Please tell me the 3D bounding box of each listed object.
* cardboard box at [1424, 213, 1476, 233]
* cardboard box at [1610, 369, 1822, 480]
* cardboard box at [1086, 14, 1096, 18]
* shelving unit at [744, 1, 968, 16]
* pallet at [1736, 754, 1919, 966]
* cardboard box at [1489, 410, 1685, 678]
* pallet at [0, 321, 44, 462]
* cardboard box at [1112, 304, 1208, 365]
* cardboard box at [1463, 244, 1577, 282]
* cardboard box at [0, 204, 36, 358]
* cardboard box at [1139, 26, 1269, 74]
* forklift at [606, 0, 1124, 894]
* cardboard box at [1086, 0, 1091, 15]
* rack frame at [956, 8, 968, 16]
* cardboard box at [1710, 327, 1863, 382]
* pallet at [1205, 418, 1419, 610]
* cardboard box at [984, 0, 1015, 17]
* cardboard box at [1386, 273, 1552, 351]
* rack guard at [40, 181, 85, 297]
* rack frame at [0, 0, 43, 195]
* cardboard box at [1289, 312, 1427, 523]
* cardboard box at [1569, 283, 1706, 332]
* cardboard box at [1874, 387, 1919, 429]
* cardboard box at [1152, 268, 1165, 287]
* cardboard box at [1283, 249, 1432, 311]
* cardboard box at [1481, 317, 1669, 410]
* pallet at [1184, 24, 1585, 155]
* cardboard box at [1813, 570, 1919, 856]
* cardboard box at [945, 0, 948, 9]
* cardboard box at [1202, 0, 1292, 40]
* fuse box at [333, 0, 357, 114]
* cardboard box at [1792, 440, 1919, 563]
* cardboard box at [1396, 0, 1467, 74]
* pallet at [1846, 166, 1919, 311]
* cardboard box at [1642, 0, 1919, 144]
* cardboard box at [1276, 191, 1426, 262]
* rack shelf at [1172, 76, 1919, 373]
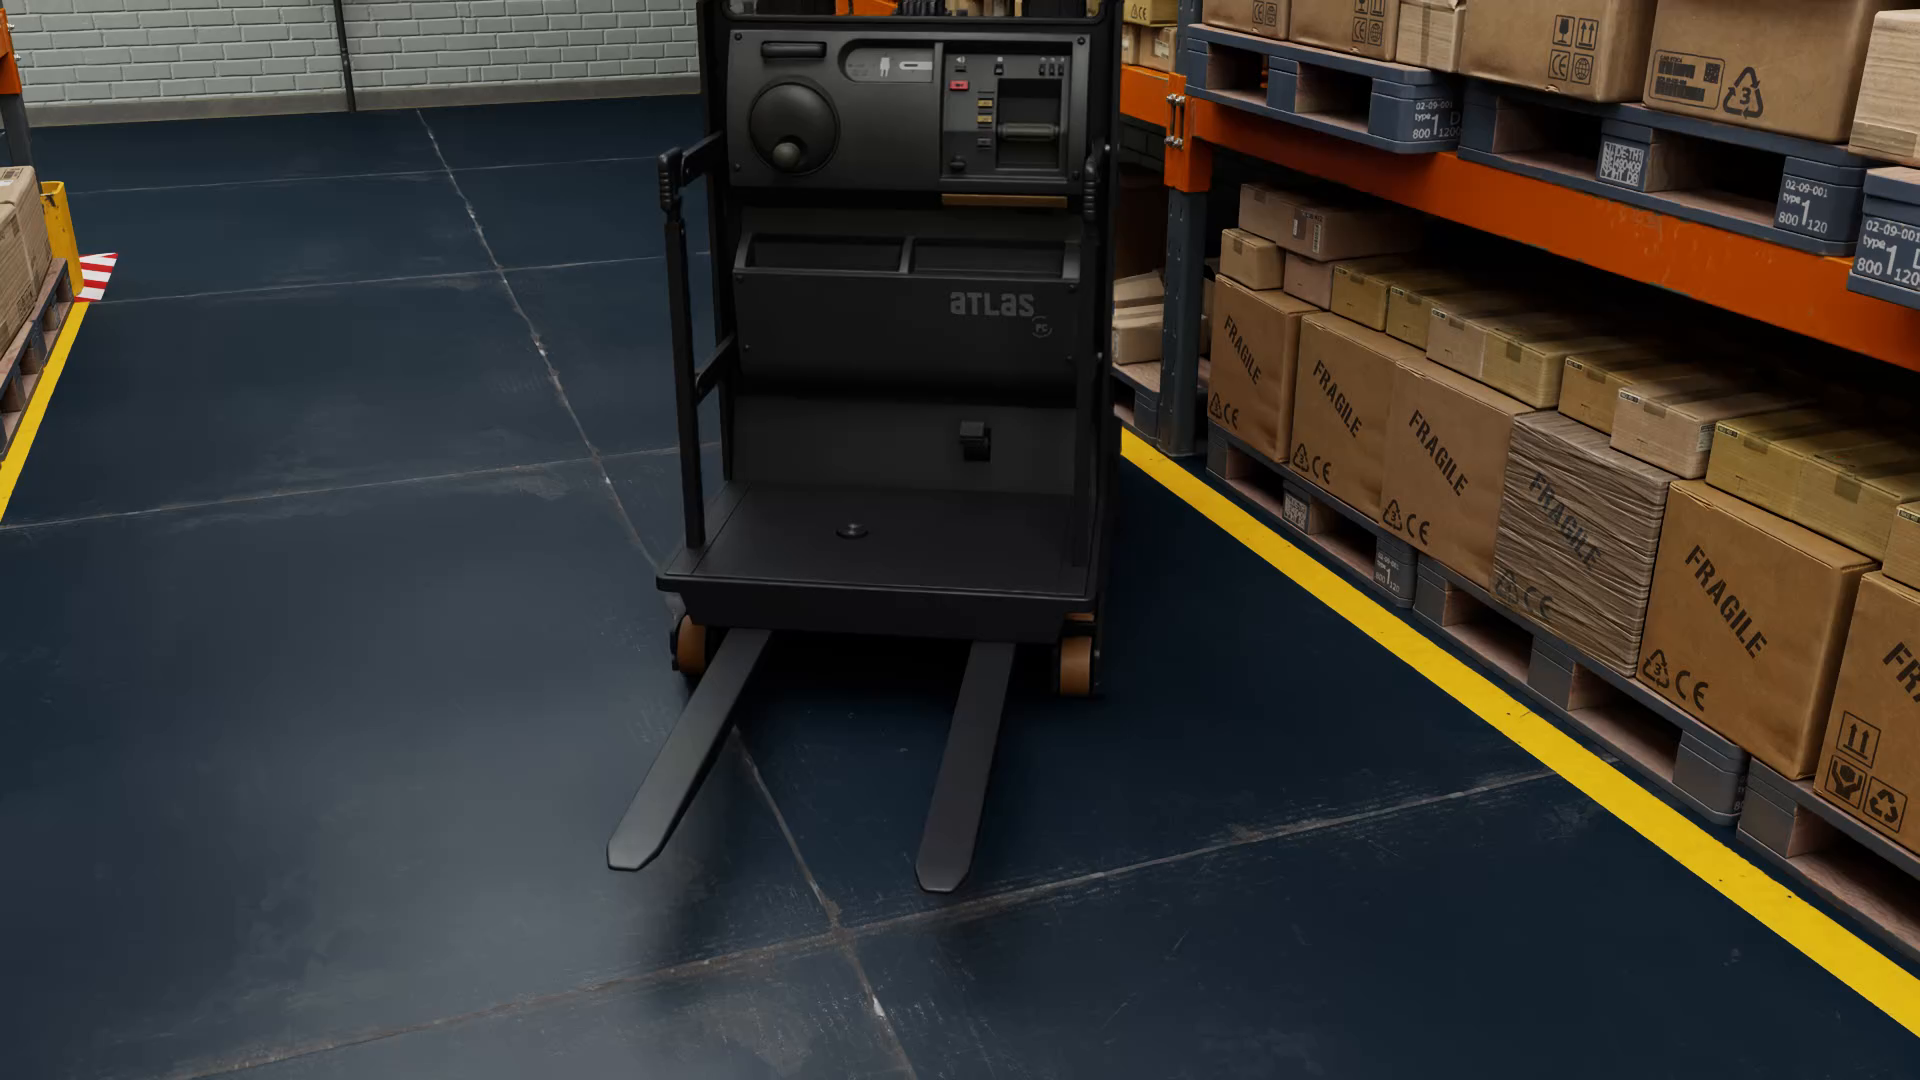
[{"bbox_3d":[1.600,-1.002,5.609,0.380,0.149,0.250,-9,25,-21],"label":"cardboard box"},{"bbox_3d":[1.759,-0.274,3.879,0.380,0.149,0.250,-10,25,-22],"label":"cardboard box"},{"bbox_3d":[0.624,-1.904,6.229,0.380,0.149,0.250,-8,24,-18],"label":"cardboard box"},{"bbox_3d":[-0.376,-1.197,6.158,0.431,1.500,0.755,-20,30,-39],"label":"shelving unit"},{"bbox_3d":[2.384,0.706,3.304,1.003,0.211,1.213,-8,24,-19],"label":"pallet"},{"bbox_3d":[1.707,-0.028,4.131,0.500,0.500,0.500,-9,25,-21],"label":"cardboard box"},{"bbox_3d":[-4.073,-0.520,6.211,1.003,0.211,1.213,-8,24,-19],"label":"pallet"},{"bbox_3d":[0.728,-0.798,6.411,0.380,0.149,0.250,-9,25,-21],"label":"cardboard box"},{"bbox_3d":[1.791,-0.820,5.177,0.380,0.149,0.250,-8,24,-18],"label":"cardboard box"},{"bbox_3d":[-4.198,-0.982,6.477,0.875,0.438,0.875,-8,24,-18],"label":"cardboard box"},{"bbox_3d":[0.851,-1.721,5.796,0.380,0.149,0.250,-8,24,-18],"label":"cardboard box"},{"bbox_3d":[-0.159,-1.086,4.052,1.130,2.935,3.031,3,23,6],"label":"forklift"},{"bbox_3d":[0.601,-2.156,6.312,0.500,0.250,0.500,-8,24,-19],"label":"cardboard box"},{"bbox_3d":[-0.126,-1.093,5.912,0.400,1.500,0.023,-20,30,-39],"label":"rack frame"},{"bbox_3d":[2.158,-0.442,4.279,0.380,0.149,0.250,-9,25,-21],"label":"cardboard box"},{"bbox_3d":[1.522,-0.181,5.407,1.003,0.211,1.213,-8,24,-19],"label":"pallet"},{"bbox_3d":[0.322,-2.285,7.132,0.380,0.149,0.250,-8,24,-19],"label":"cardboard box"},{"bbox_3d":[1.459,-0.650,4.773,0.380,0.149,0.250,-9,24,-20],"label":"cardboard box"},{"bbox_3d":[-4.864,-1.384,7.890,1.175,0.500,0.348,-8,24,-19],"label":"rack guard"},{"bbox_3d":[-4.856,-2.527,7.384,1.000,3.000,0.127,-8,24,-19],"label":"rack frame"},{"bbox_3d":[1.357,-0.399,5.012,0.500,0.500,0.500,-9,24,-20],"label":"cardboard box"},{"bbox_3d":[1.953,-0.624,4.710,0.380,0.149,0.250,-8,24,-18],"label":"cardboard box"},{"bbox_3d":[2.342,-0.255,3.835,0.380,0.149,0.250,-9,24,-20],"label":"cardboard box"},{"bbox_3d":[1.034,-1.066,7.047,0.380,0.149,0.250,-9,24,-20],"label":"cardboard box"},{"bbox_3d":[1.248,-0.840,5.223,0.380,0.149,0.250,-9,24,-20],"label":"cardboard box"},{"bbox_3d":[1.598,-0.464,4.331,0.380,0.149,0.250,-7,24,-17],"label":"cardboard box"},{"bbox_3d":[1.380,-1.362,4.867,1.003,0.211,1.213,-8,24,-19],"label":"pallet"},{"bbox_3d":[2.095,0.348,3.239,0.500,0.500,0.500,-9,24,-20],"label":"cardboard box"},{"bbox_3d":[0.055,-2.462,7.552,0.380,0.149,0.250,-9,24,-20],"label":"cardboard box"},{"bbox_3d":[1.161,-1.789,4.963,0.700,0.500,0.500,-8,24,-18],"label":"cardboard box"},{"bbox_3d":[-4.853,-4.214,13.045,0.539,1.711,0.414,-8,24,-19],"label":"fuse box"},{"bbox_3d":[1.973,-0.087,3.436,0.380,0.149,0.250,-8,24,-17],"label":"cardboard box"},{"bbox_3d":[1.332,-1.330,4.176,0.396,0.266,0.258,-7,24,-16],"label":"cardboard box"},{"bbox_3d":[2.308,-0.451,2.705,1.213,0.211,1.003,-8,24,-19],"label":"pallet"},{"bbox_3d":[1.863,-1.111,3.351,0.797,0.503,0.637,-9,24,-20],"label":"cardboard box"},{"bbox_3d":[1.214,-0.979,5.170,0.380,0.149,0.250,-10,25,-22],"label":"cardboard box"},{"bbox_3d":[1.906,-0.698,3.970,1.077,0.370,4.000,-8,24,-19],"label":"rack shelf"}]
